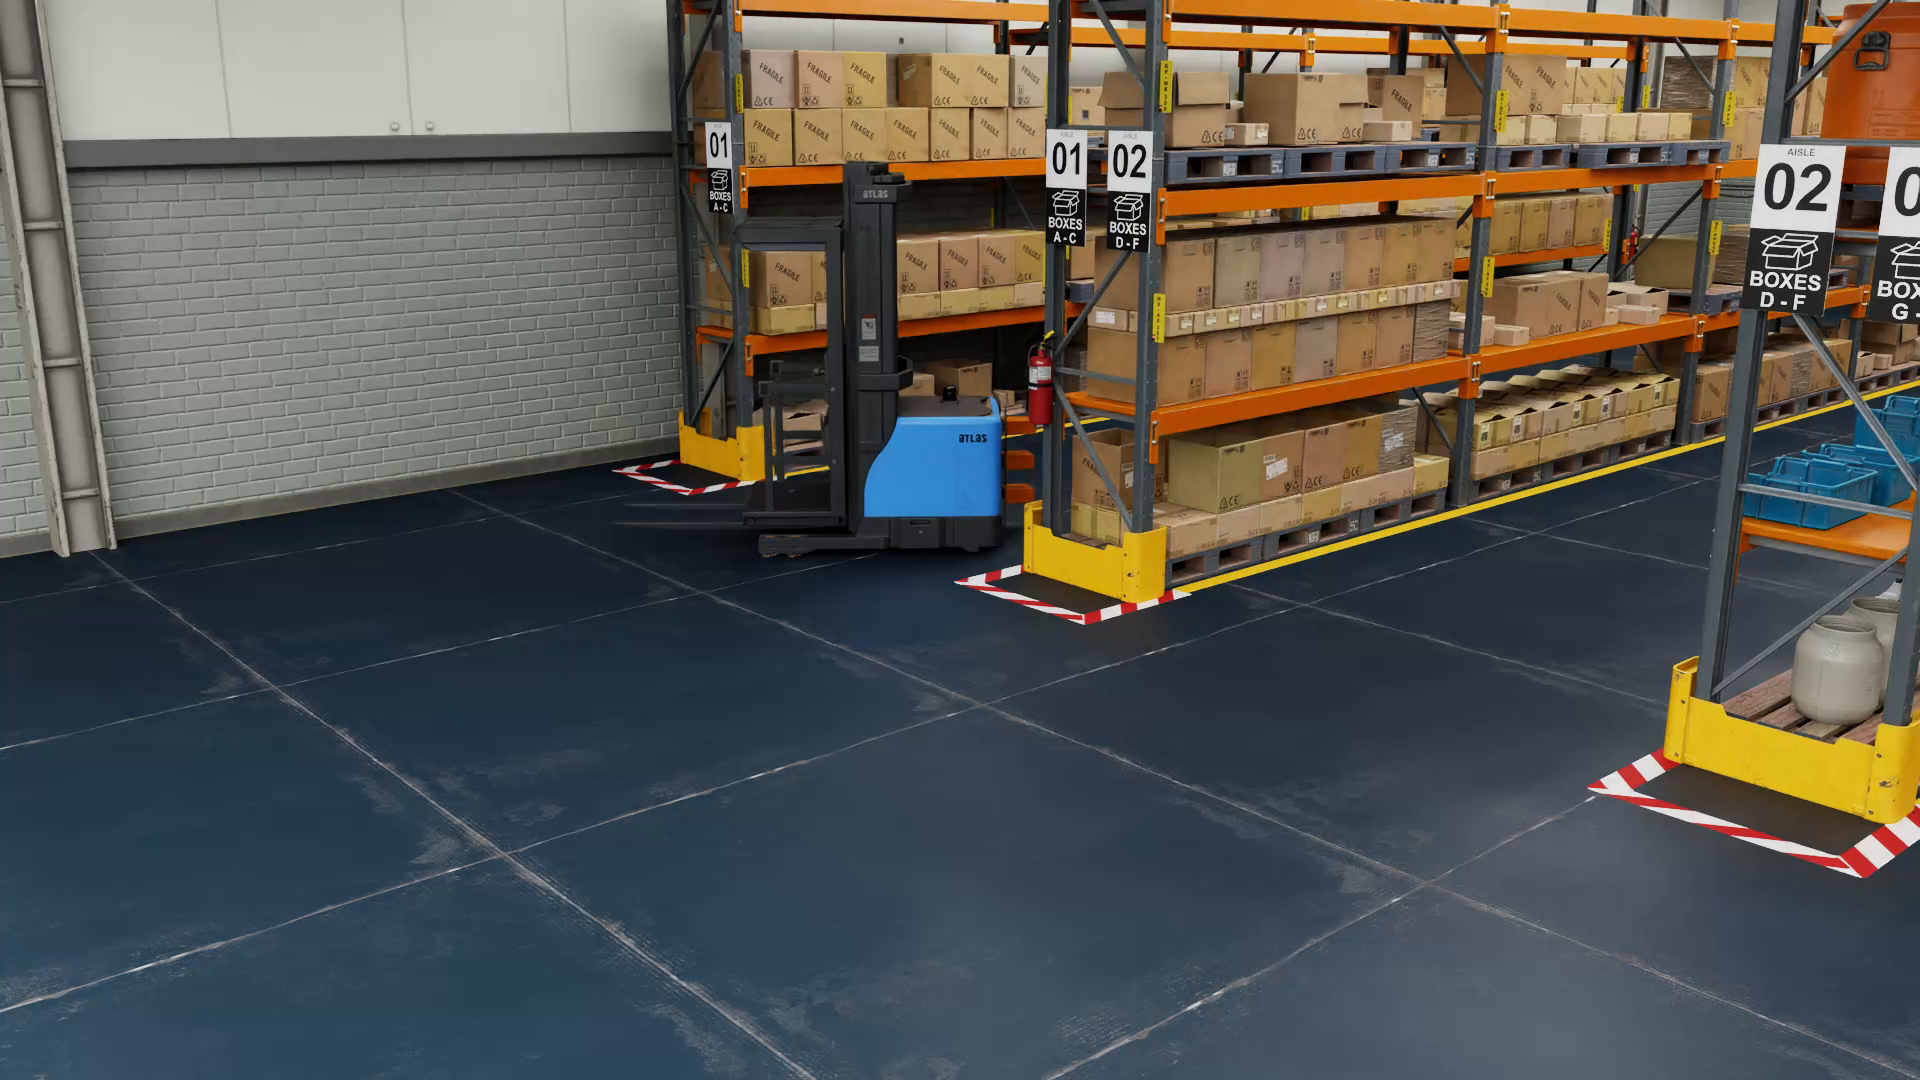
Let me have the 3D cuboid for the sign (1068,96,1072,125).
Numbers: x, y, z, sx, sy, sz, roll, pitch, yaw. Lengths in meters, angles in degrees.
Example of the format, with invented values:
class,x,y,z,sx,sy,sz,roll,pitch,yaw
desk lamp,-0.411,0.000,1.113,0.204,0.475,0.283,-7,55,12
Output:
class,x,y,z,sx,sy,sz,roll,pitch,yaw
sign,1.105,-4.383,17.034,0.005,0.325,0.100,-13,19,-39

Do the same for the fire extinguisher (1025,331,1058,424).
class,x,y,z,sx,sy,sz,roll,pitch,yaw
fire extinguisher,0.586,-1.180,12.007,0.183,0.674,0.296,-13,19,-39

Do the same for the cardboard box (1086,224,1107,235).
class,x,y,z,sx,sy,sz,roll,pitch,yaw
cardboard box,1.575,-3.222,18.455,0.500,0.500,0.700,-10,18,-34

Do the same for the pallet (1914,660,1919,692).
class,x,y,z,sx,sy,sz,roll,pitch,yaw
pallet,5.791,0.801,9.844,1.213,0.211,1.003,-13,19,-39

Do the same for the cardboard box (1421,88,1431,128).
class,x,y,z,sx,sy,sz,roll,pitch,yaw
cardboard box,5.664,-5.619,21.617,0.500,0.500,0.700,-13,20,-40

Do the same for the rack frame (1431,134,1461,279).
class,x,y,z,sx,sy,sz,roll,pitch,yaw
rack frame,6.778,-4.144,22.952,0.127,3.000,1.000,-13,19,-39

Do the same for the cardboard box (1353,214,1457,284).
class,x,y,z,sx,sy,sz,roll,pitch,yaw
cardboard box,3.667,-2.424,13.804,0.500,0.500,0.700,-13,19,-39

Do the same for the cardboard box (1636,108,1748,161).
class,x,y,z,sx,sy,sz,roll,pitch,yaw
cardboard box,7.322,-4.081,16.708,0.500,0.500,0.910,-13,19,-39

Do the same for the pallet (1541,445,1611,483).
class,x,y,z,sx,sy,sz,roll,pitch,yaw
pallet,5.448,-0.818,15.903,1.213,0.211,1.003,-13,19,-39

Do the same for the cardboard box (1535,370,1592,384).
class,x,y,z,sx,sy,sz,roll,pitch,yaw
cardboard box,6.036,-1.526,16.578,0.500,0.311,0.500,-13,20,-41

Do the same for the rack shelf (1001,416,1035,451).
class,x,y,z,sx,sy,sz,roll,pitch,yaw
rack shelf,0.462,-0.868,13.408,0.240,0.259,0.215,-3,15,-13

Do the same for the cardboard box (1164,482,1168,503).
class,x,y,z,sx,sy,sz,roll,pitch,yaw
cardboard box,1.560,-0.257,12.915,0.500,0.250,0.500,-13,19,-39

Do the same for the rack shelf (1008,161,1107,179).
class,x,y,z,sx,sy,sz,roll,pitch,yaw
rack shelf,2.251,-4.229,18.852,4.000,0.370,1.077,-13,19,-39

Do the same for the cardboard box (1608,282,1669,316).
class,x,y,z,sx,sy,sz,roll,pitch,yaw
cardboard box,6.712,-2.406,16.619,0.500,0.311,0.500,-11,19,-36

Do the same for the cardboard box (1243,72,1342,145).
class,x,y,z,sx,sy,sz,roll,pitch,yaw
cardboard box,2.412,-3.144,12.115,0.500,0.500,0.500,-13,19,-39

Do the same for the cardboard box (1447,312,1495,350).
class,x,y,z,sx,sy,sz,roll,pitch,yaw
cardboard box,4.340,-1.844,14.633,0.500,0.250,0.500,-11,19,-36

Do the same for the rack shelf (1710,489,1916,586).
class,x,y,z,sx,sy,sz,roll,pitch,yaw
rack shelf,5.737,-0.174,9.482,4.000,0.370,1.077,-13,19,-39

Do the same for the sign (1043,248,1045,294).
class,x,y,z,sx,sy,sz,roll,pitch,yaw
sign,0.634,-1.929,11.957,0.005,0.325,0.100,-13,19,-39

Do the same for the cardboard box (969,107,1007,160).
class,x,y,z,sx,sy,sz,roll,pitch,yaw
cardboard box,0.134,-4.079,16.664,0.500,0.500,0.500,14,20,42

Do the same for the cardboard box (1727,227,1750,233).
class,x,y,z,sx,sy,sz,roll,pitch,yaw
cardboard box,8.740,-3.120,18.111,0.700,0.500,0.500,10,18,33

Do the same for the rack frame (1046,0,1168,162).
class,x,y,z,sx,sy,sz,roll,pitch,yaw
rack frame,0.980,-4.046,10.959,0.127,3.000,1.000,-13,19,-39

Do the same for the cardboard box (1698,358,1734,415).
class,x,y,z,sx,sy,sz,roll,pitch,yaw
cardboard box,7.937,-1.619,17.489,0.500,0.500,0.500,-14,20,-41

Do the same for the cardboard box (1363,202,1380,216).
class,x,y,z,sx,sy,sz,roll,pitch,yaw
cardboard box,5.051,-4.234,21.026,0.500,0.250,0.500,-12,19,-39

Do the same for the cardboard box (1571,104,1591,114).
class,x,y,z,sx,sy,sz,roll,pitch,yaw
cardboard box,8.636,-6.096,23.731,0.500,0.250,0.500,-13,20,-41

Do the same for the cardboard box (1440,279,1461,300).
class,x,y,z,sx,sy,sz,roll,pitch,yaw
cardboard box,3.933,-2.099,13.845,0.250,0.149,0.380,-13,20,-39

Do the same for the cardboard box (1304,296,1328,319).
class,x,y,z,sx,sy,sz,roll,pitch,yaw
cardboard box,2.577,-1.794,12.703,0.250,0.149,0.380,-12,19,-39

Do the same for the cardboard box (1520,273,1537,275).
class,x,y,z,sx,sy,sz,roll,pitch,yaw
cardboard box,8.534,-3.881,24.739,0.250,0.149,0.380,-12,19,-39

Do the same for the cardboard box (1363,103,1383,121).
class,x,y,z,sx,sy,sz,roll,pitch,yaw
cardboard box,3.037,-3.376,13.352,0.500,0.311,0.500,-14,20,-42

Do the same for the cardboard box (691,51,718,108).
class,x,y,z,sx,sy,sz,roll,pitch,yaw
cardboard box,-2.121,-4.225,15.274,0.500,0.500,0.500,-12,19,-37

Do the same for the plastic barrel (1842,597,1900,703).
class,x,y,z,sx,sy,sz,roll,pitch,yaw
plastic barrel,5.053,0.605,9.178,0.421,0.512,0.421,0,15,0

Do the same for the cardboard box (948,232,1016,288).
class,x,y,z,sx,sy,sz,roll,pitch,yaw
cardboard box,0.216,-2.862,16.952,0.500,0.500,0.500,-13,20,-40

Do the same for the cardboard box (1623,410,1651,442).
class,x,y,z,sx,sy,sz,roll,pitch,yaw
cardboard box,6.391,-1.152,16.267,0.500,0.250,0.500,-13,20,-40

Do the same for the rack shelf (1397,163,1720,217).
class,x,y,z,sx,sy,sz,roll,pitch,yaw
rack shelf,5.506,-3.265,15.244,4.000,0.370,1.077,-13,19,-39

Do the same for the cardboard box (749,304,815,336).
class,x,y,z,sx,sy,sz,roll,pitch,yaw
cardboard box,-1.698,-2.069,15.436,0.500,0.250,0.500,-13,20,-41

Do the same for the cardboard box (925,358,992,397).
class,x,y,z,sx,sy,sz,roll,pitch,yaw
cardboard box,-0.014,-1.610,17.456,0.500,0.500,0.500,14,21,43

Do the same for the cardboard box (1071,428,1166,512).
class,x,y,z,sx,sy,sz,roll,pitch,yaw
cardboard box,1.189,-0.533,12.494,0.500,0.500,0.500,-13,19,-39

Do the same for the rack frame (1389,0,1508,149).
class,x,y,z,sx,sy,sz,roll,pitch,yaw
rack frame,3.997,-4.723,13.496,0.127,3.000,1.000,-13,19,-39

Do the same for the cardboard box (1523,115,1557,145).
class,x,y,z,sx,sy,sz,roll,pitch,yaw
cardboard box,4.881,-3.601,14.582,0.500,0.250,0.500,14,20,42

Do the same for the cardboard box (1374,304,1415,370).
class,x,y,z,sx,sy,sz,roll,pitch,yaw
cardboard box,3.273,-1.706,13.632,0.500,0.500,0.700,-13,20,-40

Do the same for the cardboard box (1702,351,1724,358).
class,x,y,z,sx,sy,sz,roll,pitch,yaw
cardboard box,7.957,-1.799,18.165,0.500,0.500,0.500,-14,20,-41

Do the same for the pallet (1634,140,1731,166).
class,x,y,z,sx,sy,sz,roll,pitch,yaw
pallet,6.561,-3.728,15.949,1.003,0.211,1.213,-12,19,-37

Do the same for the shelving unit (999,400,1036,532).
class,x,y,z,sx,sy,sz,roll,pitch,yaw
shelving unit,0.462,-0.604,13.479,0.252,1.050,0.215,-3,15,-13

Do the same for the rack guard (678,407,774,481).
class,x,y,z,sx,sy,sz,roll,pitch,yaw
rack guard,-2.218,-0.916,15.712,0.348,0.500,1.175,-13,19,-39

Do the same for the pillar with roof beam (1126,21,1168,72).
class,x,y,z,sx,sy,sz,roll,pitch,yaw
pillar with roof beam,5.038,-5.475,16.309,0.400,9.000,9.100,-13,19,-39

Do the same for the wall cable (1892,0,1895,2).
class,x,y,z,sx,sy,sz,roll,pitch,yaw
wall cable,16.072,-9.022,25.818,0.112,2.526,3.097,-13,19,-39

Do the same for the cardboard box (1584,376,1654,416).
class,x,y,z,sx,sy,sz,roll,pitch,yaw
cardboard box,6.393,-1.422,16.189,0.500,0.311,0.500,-13,20,-40

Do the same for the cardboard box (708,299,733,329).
class,x,y,z,sx,sy,sz,roll,pitch,yaw
cardboard box,-2.050,-2.165,15.796,0.500,0.250,0.500,-12,19,-39

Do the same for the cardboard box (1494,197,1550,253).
class,x,y,z,sx,sy,sz,roll,pitch,yaw
cardboard box,7.752,-4.500,23.704,0.700,0.700,0.980,-13,20,-41

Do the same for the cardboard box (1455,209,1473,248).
class,x,y,z,sx,sy,sz,roll,pitch,yaw
cardboard box,6.595,-4.218,22.421,0.500,0.500,0.500,-13,20,-40

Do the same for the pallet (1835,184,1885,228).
class,x,y,z,sx,sy,sz,roll,pitch,yaw
pallet,4.917,-1.662,8.211,1.213,0.211,1.003,-13,19,-39

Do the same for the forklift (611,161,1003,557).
class,x,y,z,sx,sy,sz,roll,pitch,yaw
forklift,-1.195,-1.421,12.891,3.031,2.935,1.130,0,15,-1

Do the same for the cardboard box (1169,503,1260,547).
class,x,y,z,sx,sy,sz,roll,pitch,yaw
cardboard box,1.905,-0.155,12.532,0.500,0.250,0.500,-13,19,-39

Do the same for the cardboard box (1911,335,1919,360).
class,x,y,z,sx,sy,sz,roll,pitch,yaw
cardboard box,12.065,-2.447,21.073,0.500,0.250,0.500,-13,19,-39
